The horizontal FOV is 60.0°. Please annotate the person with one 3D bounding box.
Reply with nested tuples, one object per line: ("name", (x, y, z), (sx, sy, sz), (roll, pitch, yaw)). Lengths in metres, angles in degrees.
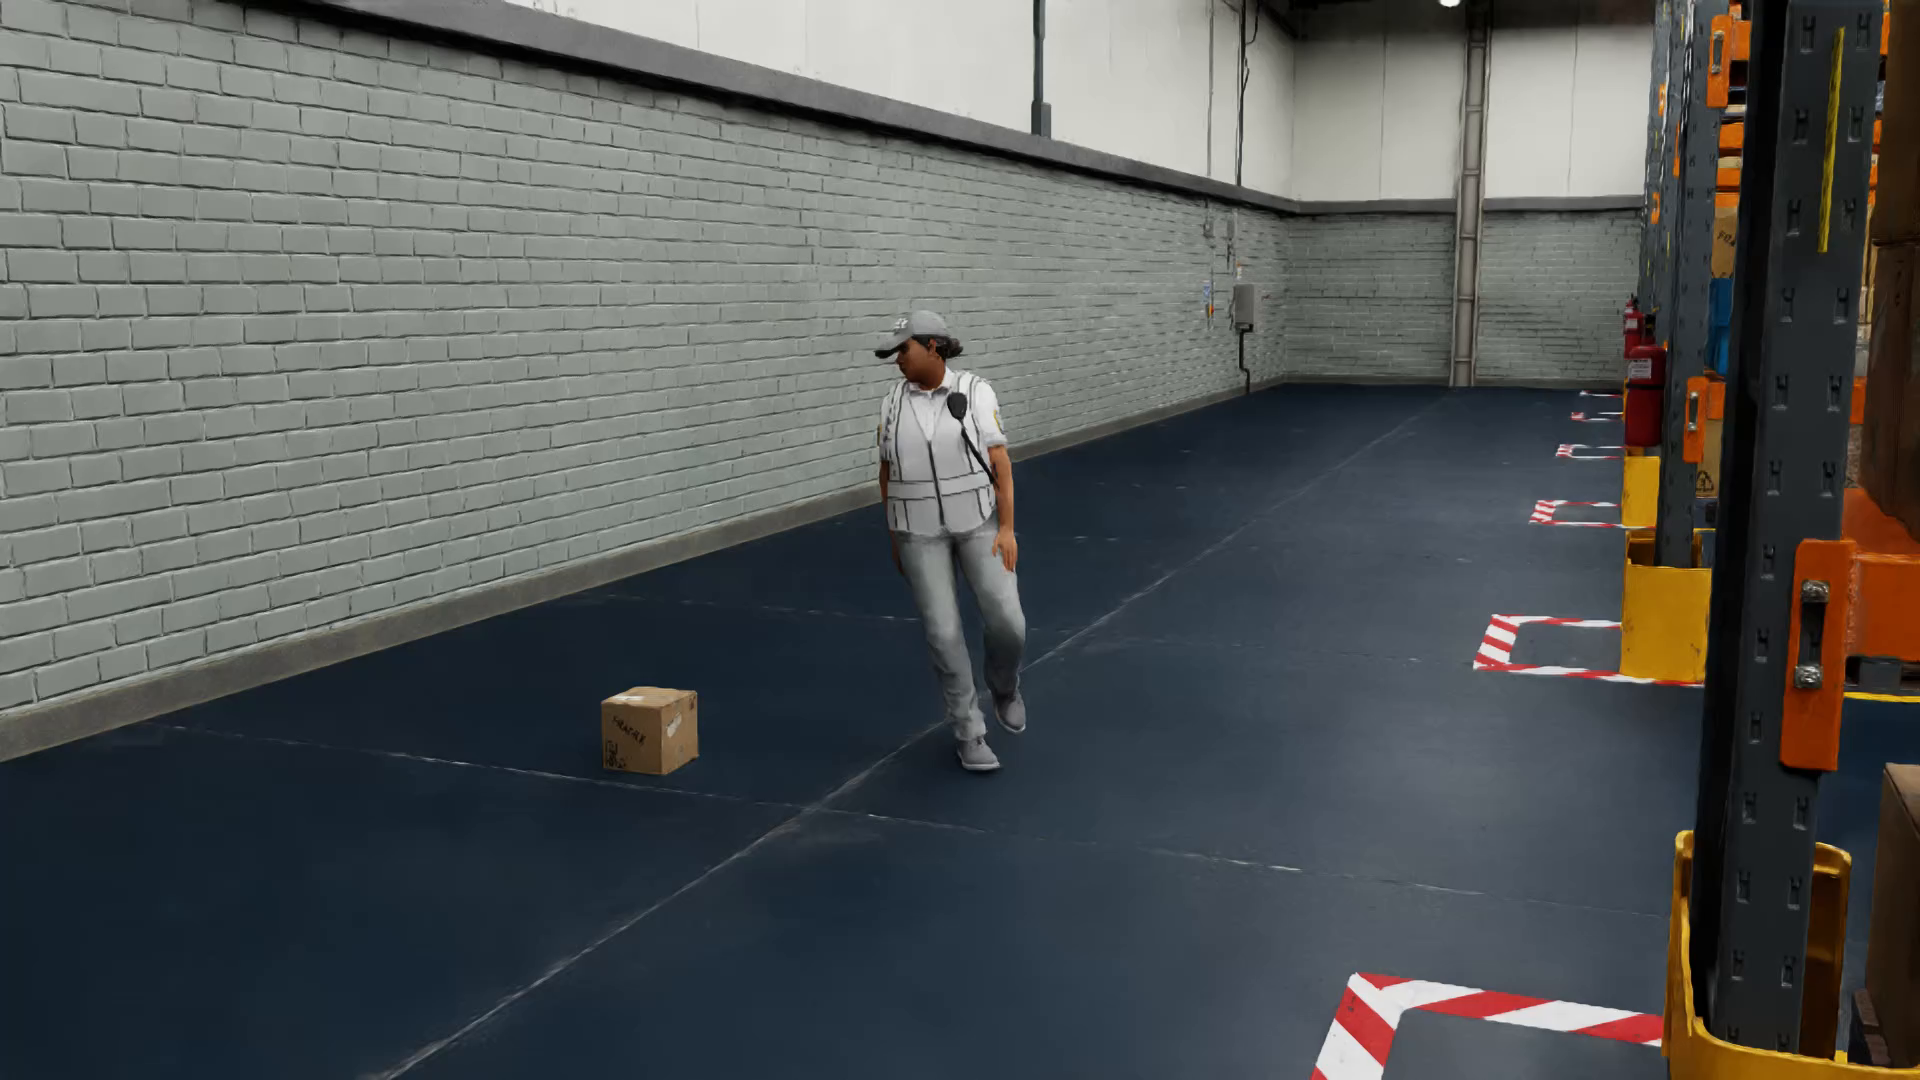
("person", (-0.035, -0.014, 6.048), (0.561, 1.626, 0.548), (1, 9, 5))
